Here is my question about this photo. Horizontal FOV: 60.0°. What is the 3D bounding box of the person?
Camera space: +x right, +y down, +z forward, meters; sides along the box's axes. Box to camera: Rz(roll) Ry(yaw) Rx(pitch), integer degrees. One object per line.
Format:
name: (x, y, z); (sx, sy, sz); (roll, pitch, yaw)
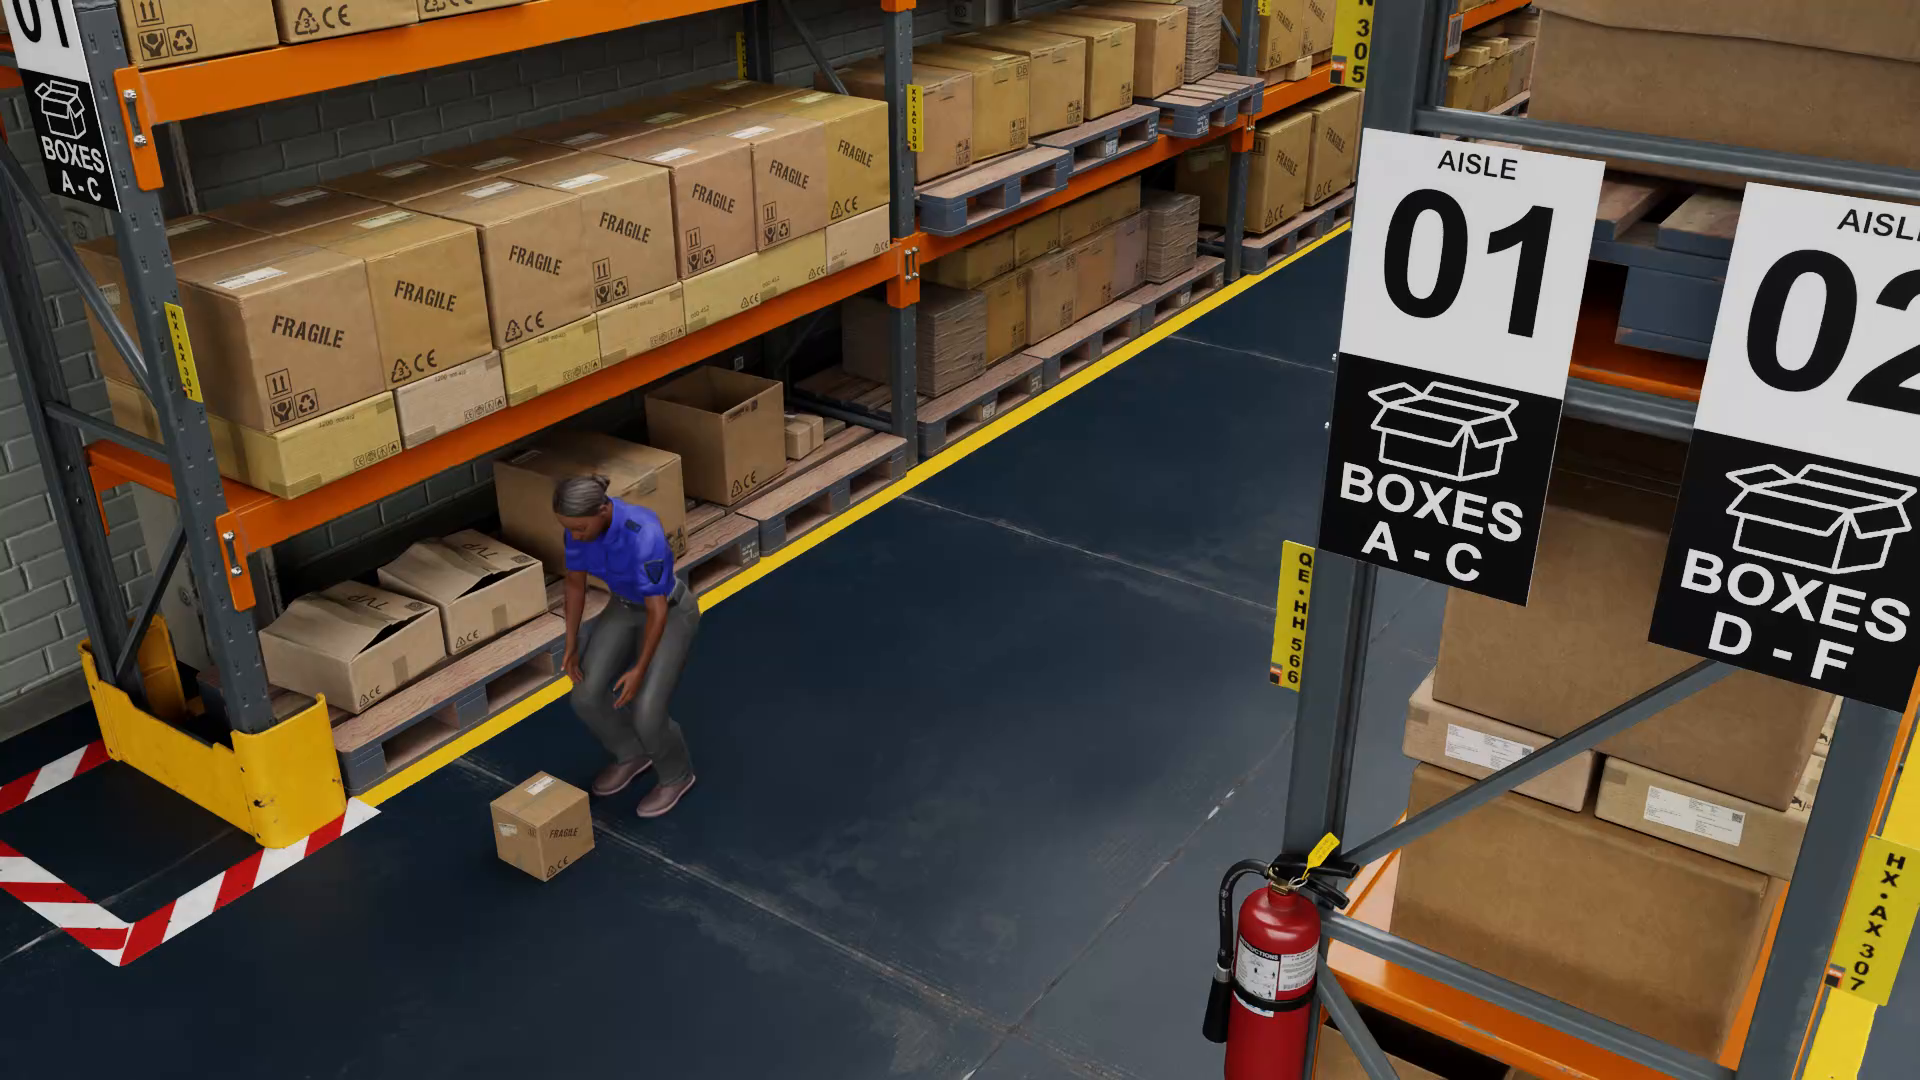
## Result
person: (-1.214, 0.353, 6.185); (0.492, 1.441, 0.576); (18, 32, 31)
